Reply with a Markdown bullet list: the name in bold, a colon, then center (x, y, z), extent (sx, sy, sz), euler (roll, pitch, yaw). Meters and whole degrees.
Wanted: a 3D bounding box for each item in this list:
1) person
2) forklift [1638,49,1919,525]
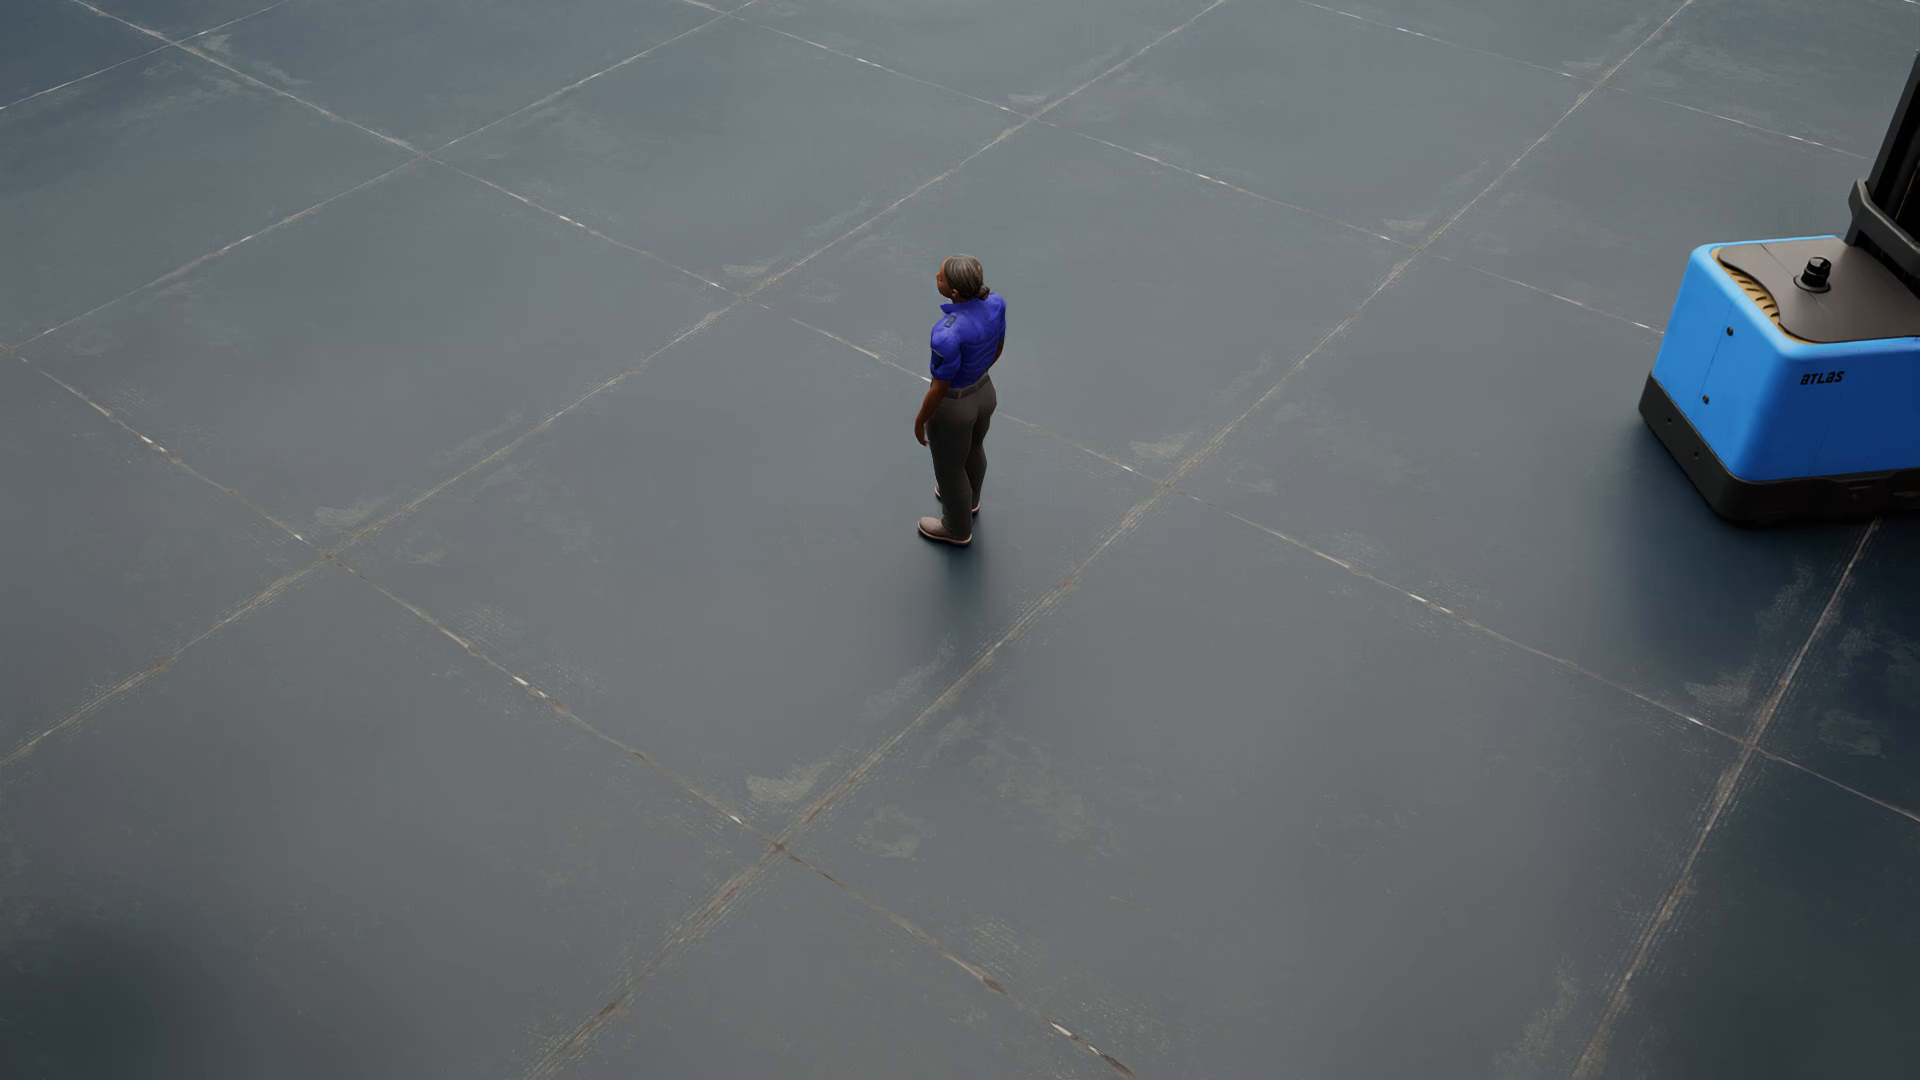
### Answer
- **person**: center (-0.058, -0.680, 7.844), extent (0.503, 1.656, 0.569), euler (26, 47, 28)
- **forklift**: center (5.252, -1.619, 7.973), extent (3.031, 2.935, 1.130), euler (-5, 41, -6)
